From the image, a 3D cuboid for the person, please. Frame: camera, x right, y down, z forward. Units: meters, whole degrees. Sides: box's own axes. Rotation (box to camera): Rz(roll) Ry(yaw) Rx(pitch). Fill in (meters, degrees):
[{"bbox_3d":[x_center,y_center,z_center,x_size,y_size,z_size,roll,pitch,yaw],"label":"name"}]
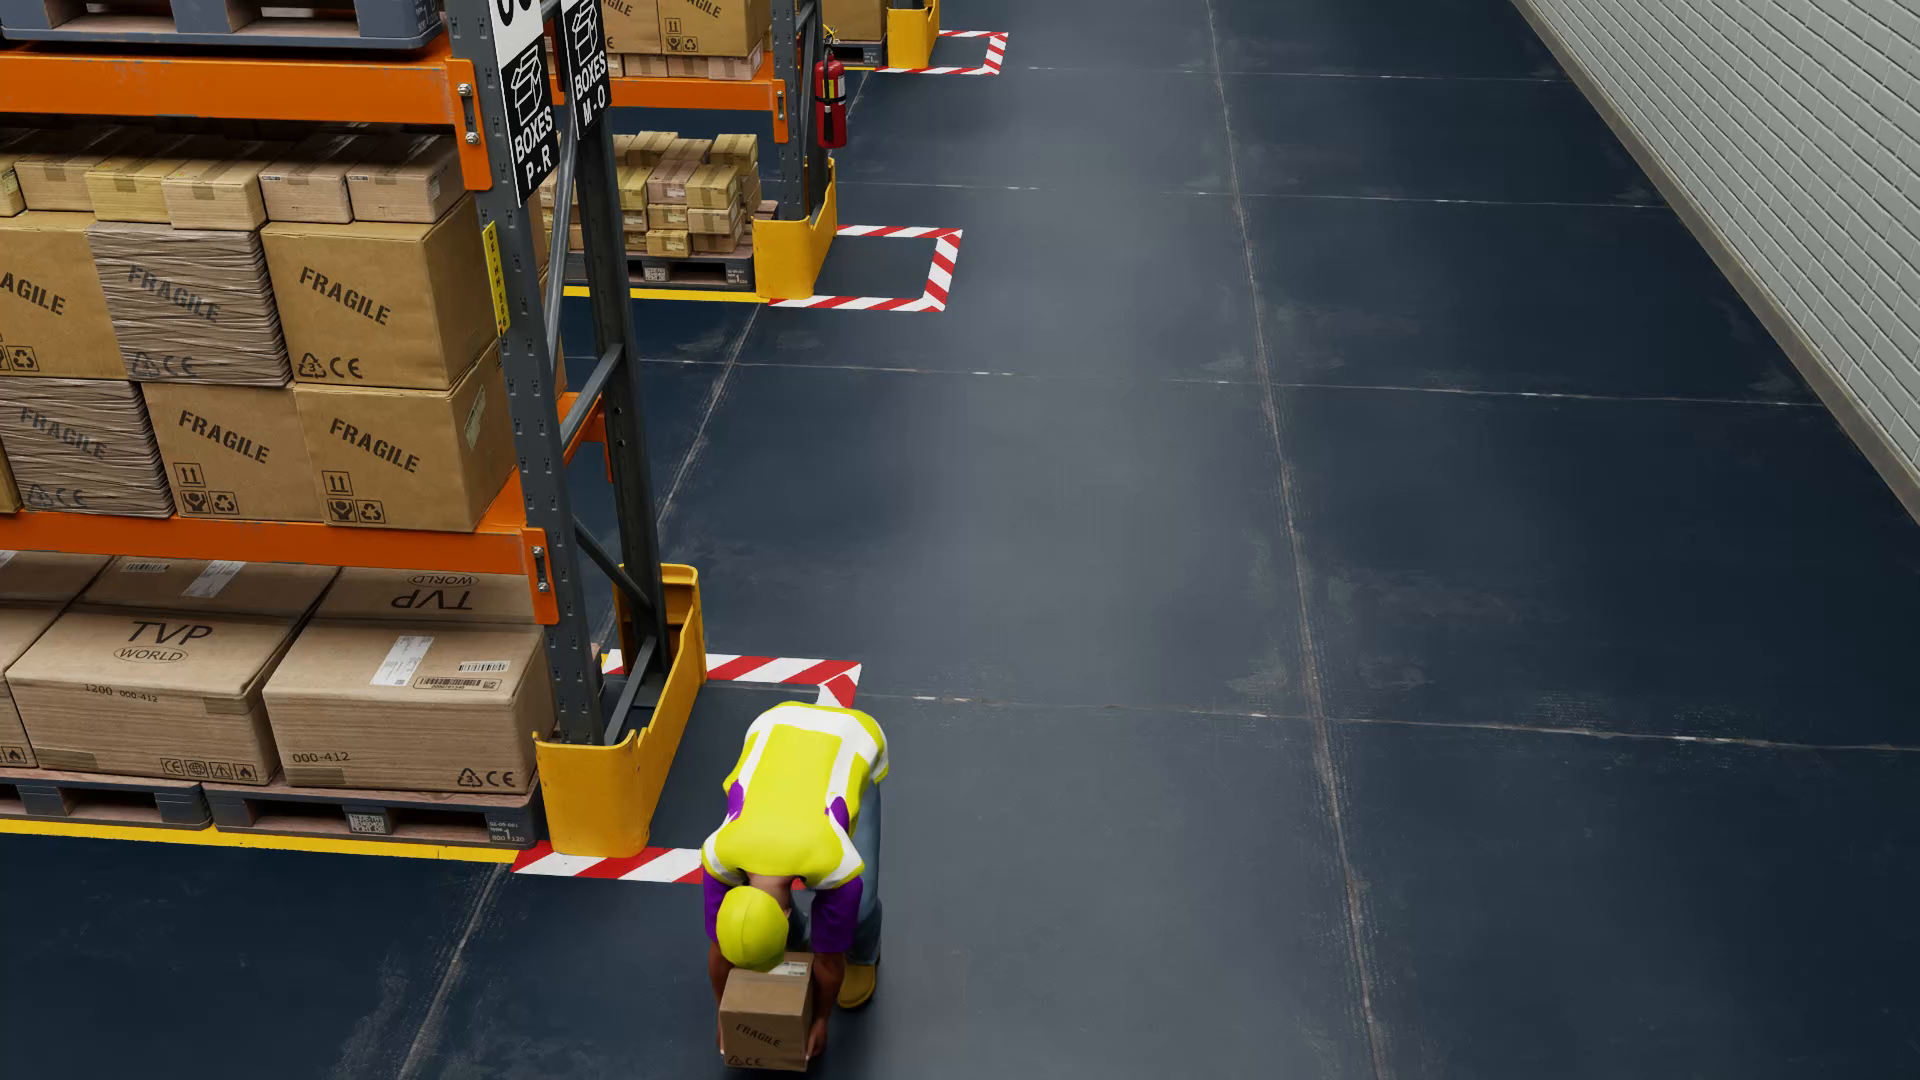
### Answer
[{"bbox_3d":[-0.437,0.661,5.053,0.627,1.759,0.463,7,32,11],"label":"person"}]
